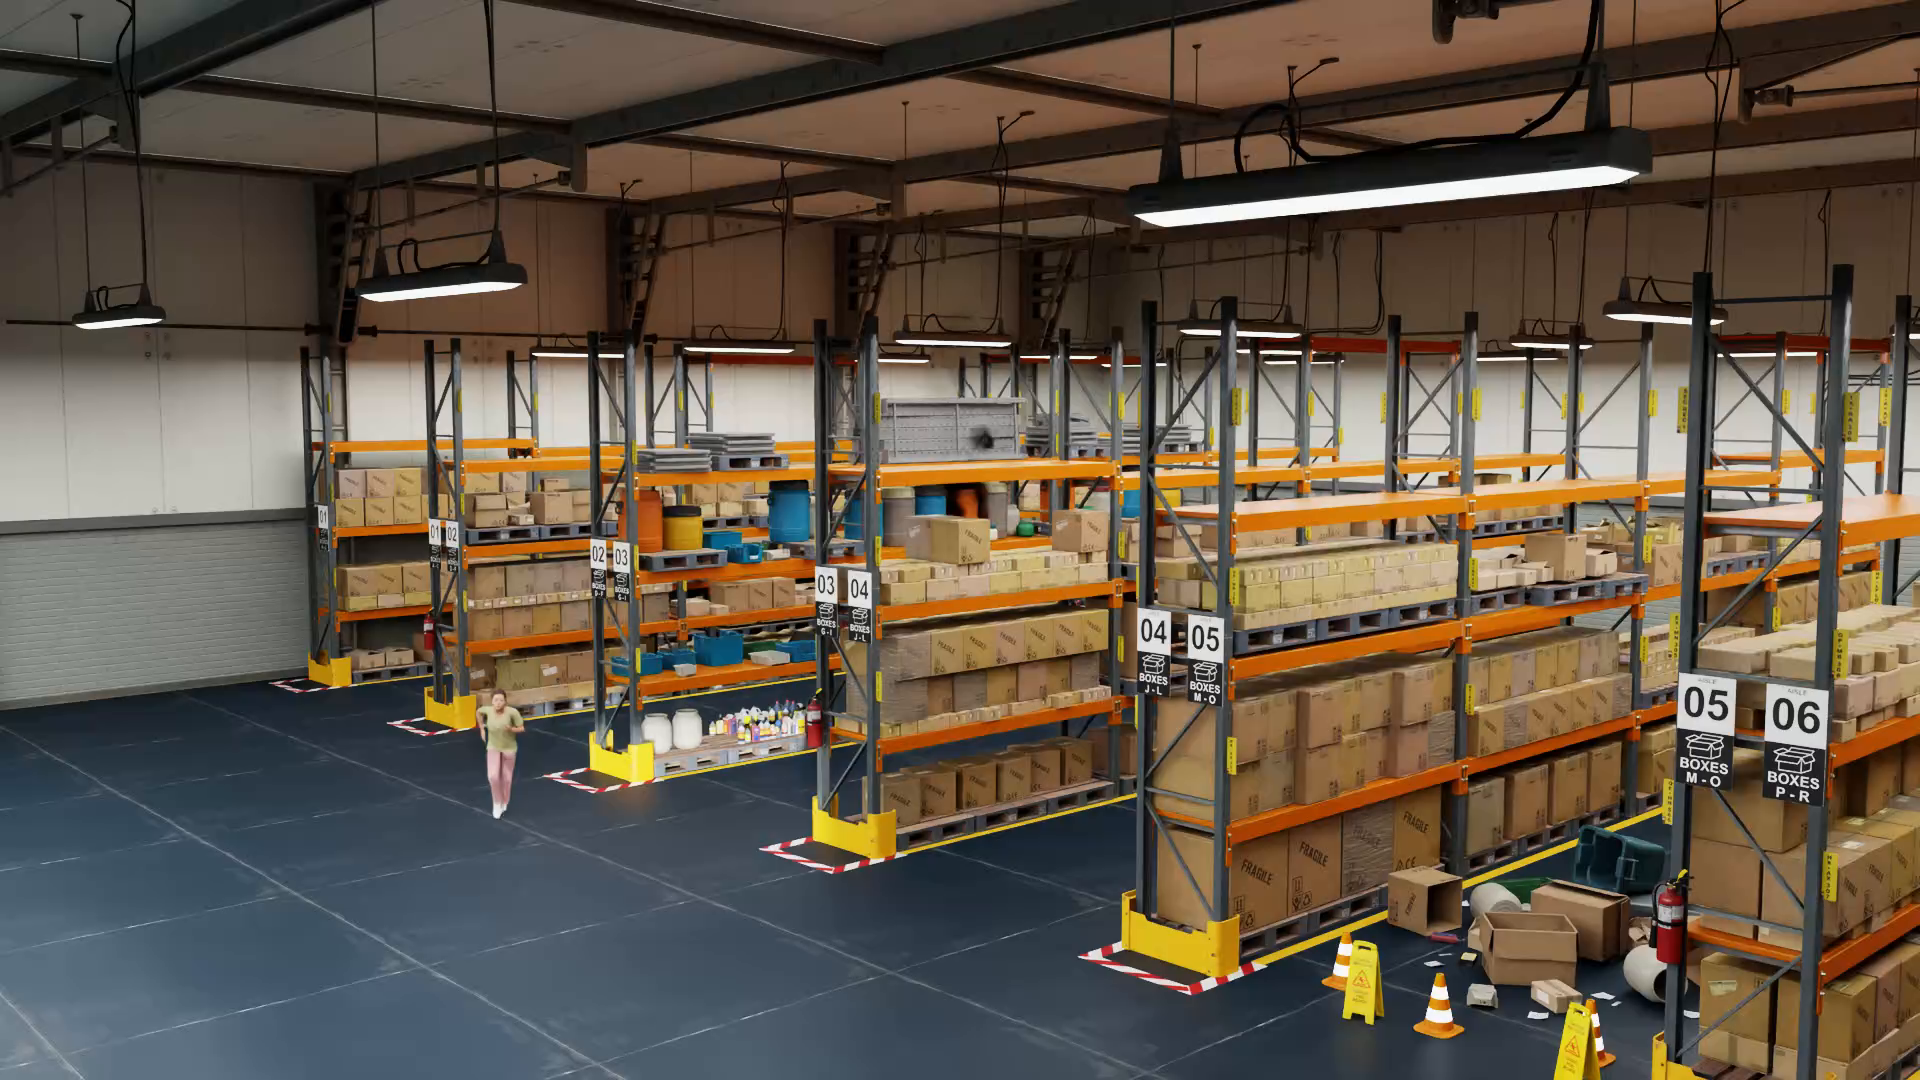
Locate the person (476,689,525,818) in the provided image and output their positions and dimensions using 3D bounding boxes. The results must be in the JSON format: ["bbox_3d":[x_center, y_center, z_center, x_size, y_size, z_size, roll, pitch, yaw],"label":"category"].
[{"bbox_3d":[-5.565,2.565,20.171,0.569,1.591,0.851,-1,5,-15],"label":"person"}]
